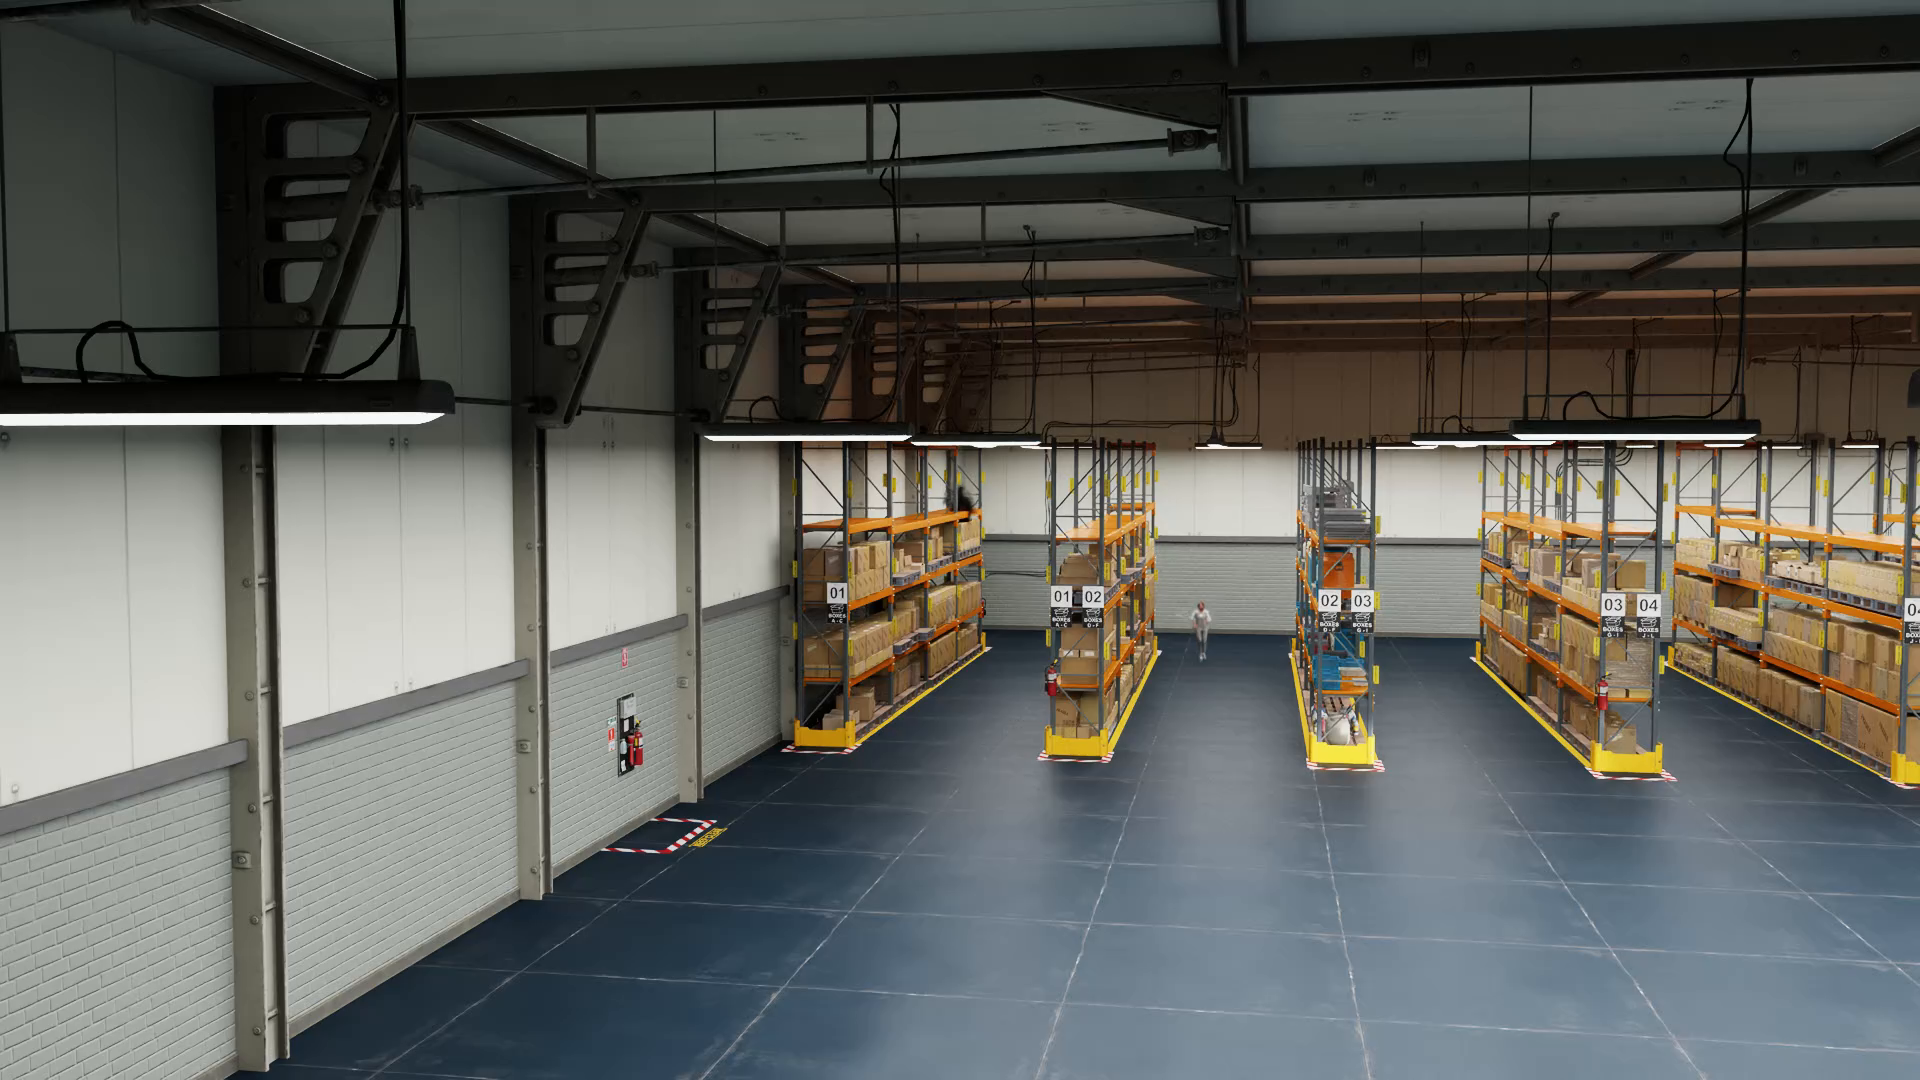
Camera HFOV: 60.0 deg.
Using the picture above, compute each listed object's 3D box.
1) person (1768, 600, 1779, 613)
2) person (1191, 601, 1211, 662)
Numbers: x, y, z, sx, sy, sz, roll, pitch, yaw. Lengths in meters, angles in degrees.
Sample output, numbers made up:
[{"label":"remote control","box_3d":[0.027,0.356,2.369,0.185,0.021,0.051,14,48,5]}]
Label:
[{"label":"person","box_3d":[22.115,2.478,45.217,0.931,1.700,0.585,0,3,6]},{"label":"person","box_3d":[6.628,2.491,45.661,0.538,1.621,0.769,0,3,2]}]
